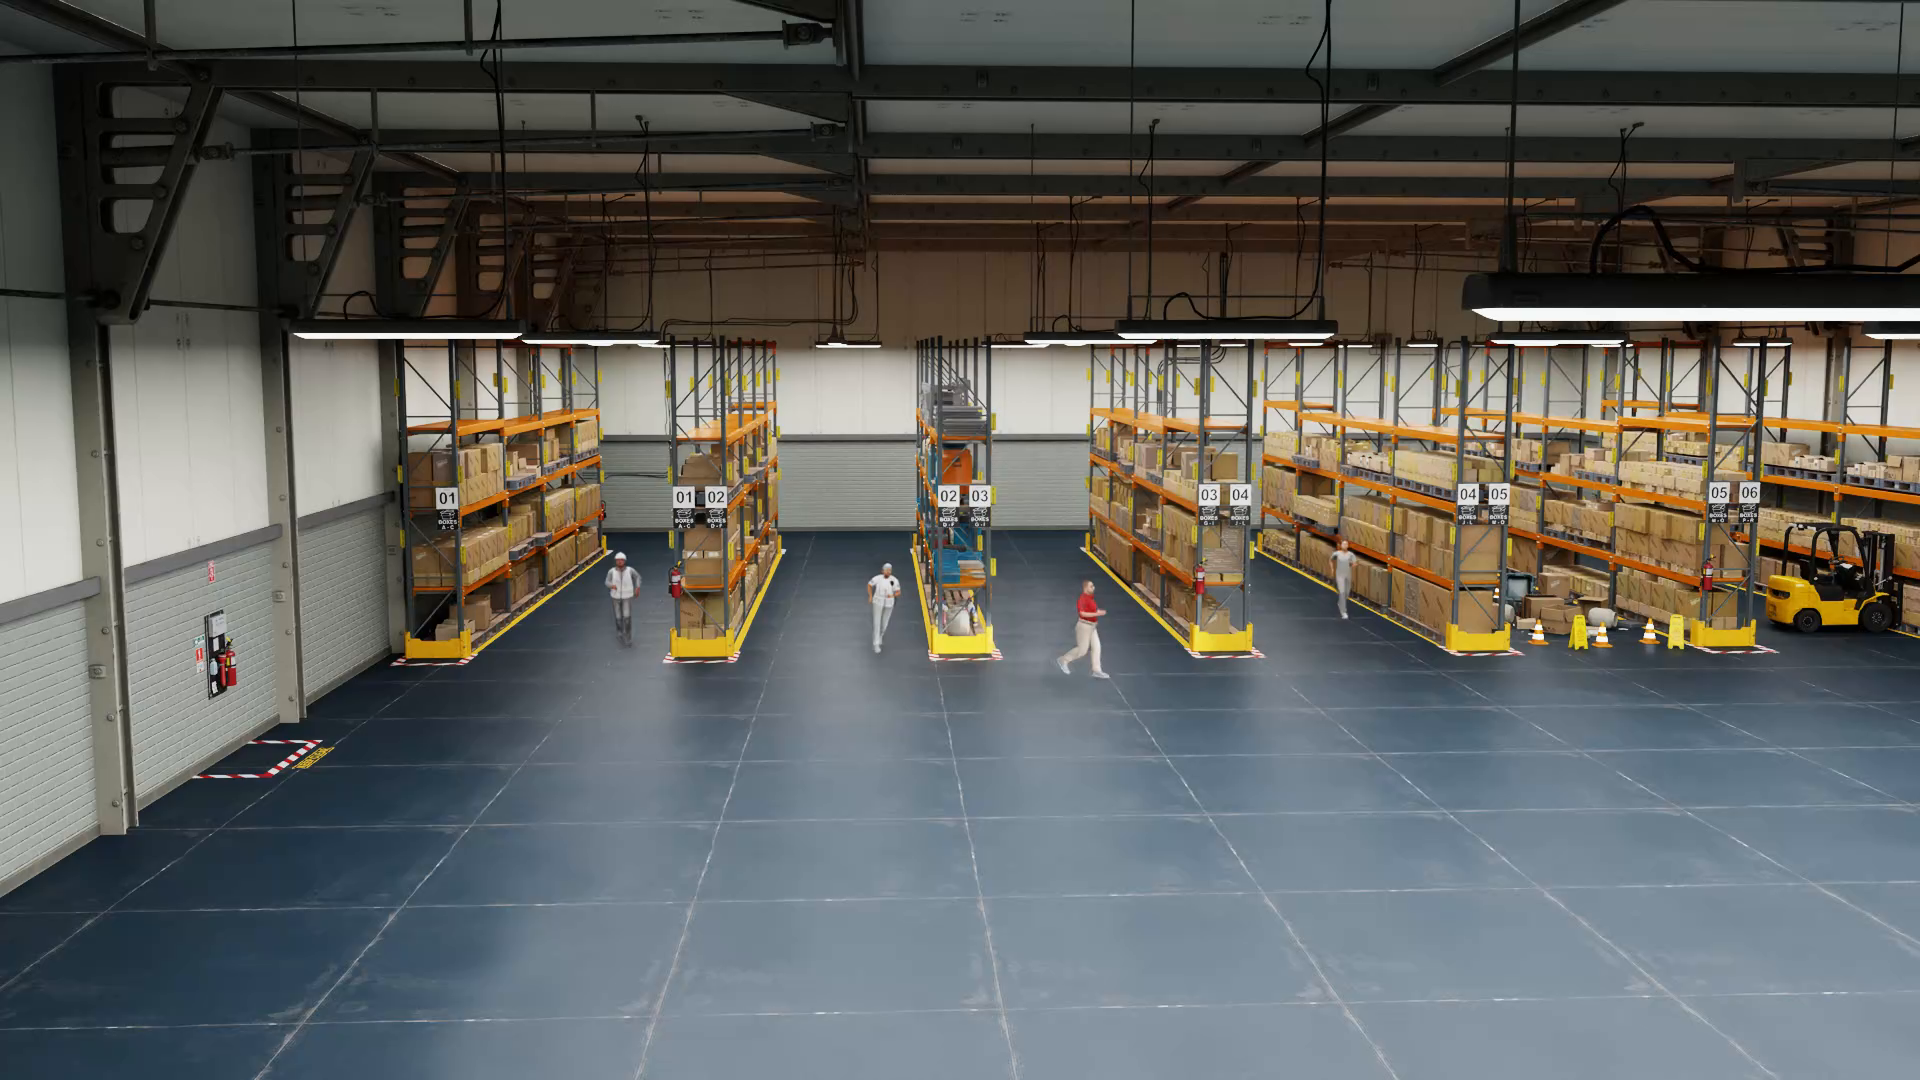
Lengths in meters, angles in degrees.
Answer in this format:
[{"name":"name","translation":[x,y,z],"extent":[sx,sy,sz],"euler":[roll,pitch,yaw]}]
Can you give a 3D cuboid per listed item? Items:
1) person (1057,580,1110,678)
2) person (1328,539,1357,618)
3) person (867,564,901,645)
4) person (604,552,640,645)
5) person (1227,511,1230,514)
[{"name":"person","translation":[2.177,1.553,29.090],"extent":[0.944,1.709,0.664],"euler":[3,7,21]},{"name":"person","translation":[8.261,0.802,35.827],"extent":[0.563,1.659,0.964],"euler":[0,7,-4]},{"name":"person","translation":[-1.465,1.209,32.059],"extent":[0.620,1.545,0.727],"euler":[-1,7,-12]},{"name":"person","translation":[-6.627,1.160,32.643],"extent":[0.675,1.850,0.748],"euler":[-1,7,-5]},{"name":"person","translation":[7.417,-0.568,47.930],"extent":[0.727,1.704,0.915],"euler":[3,7,22]}]
